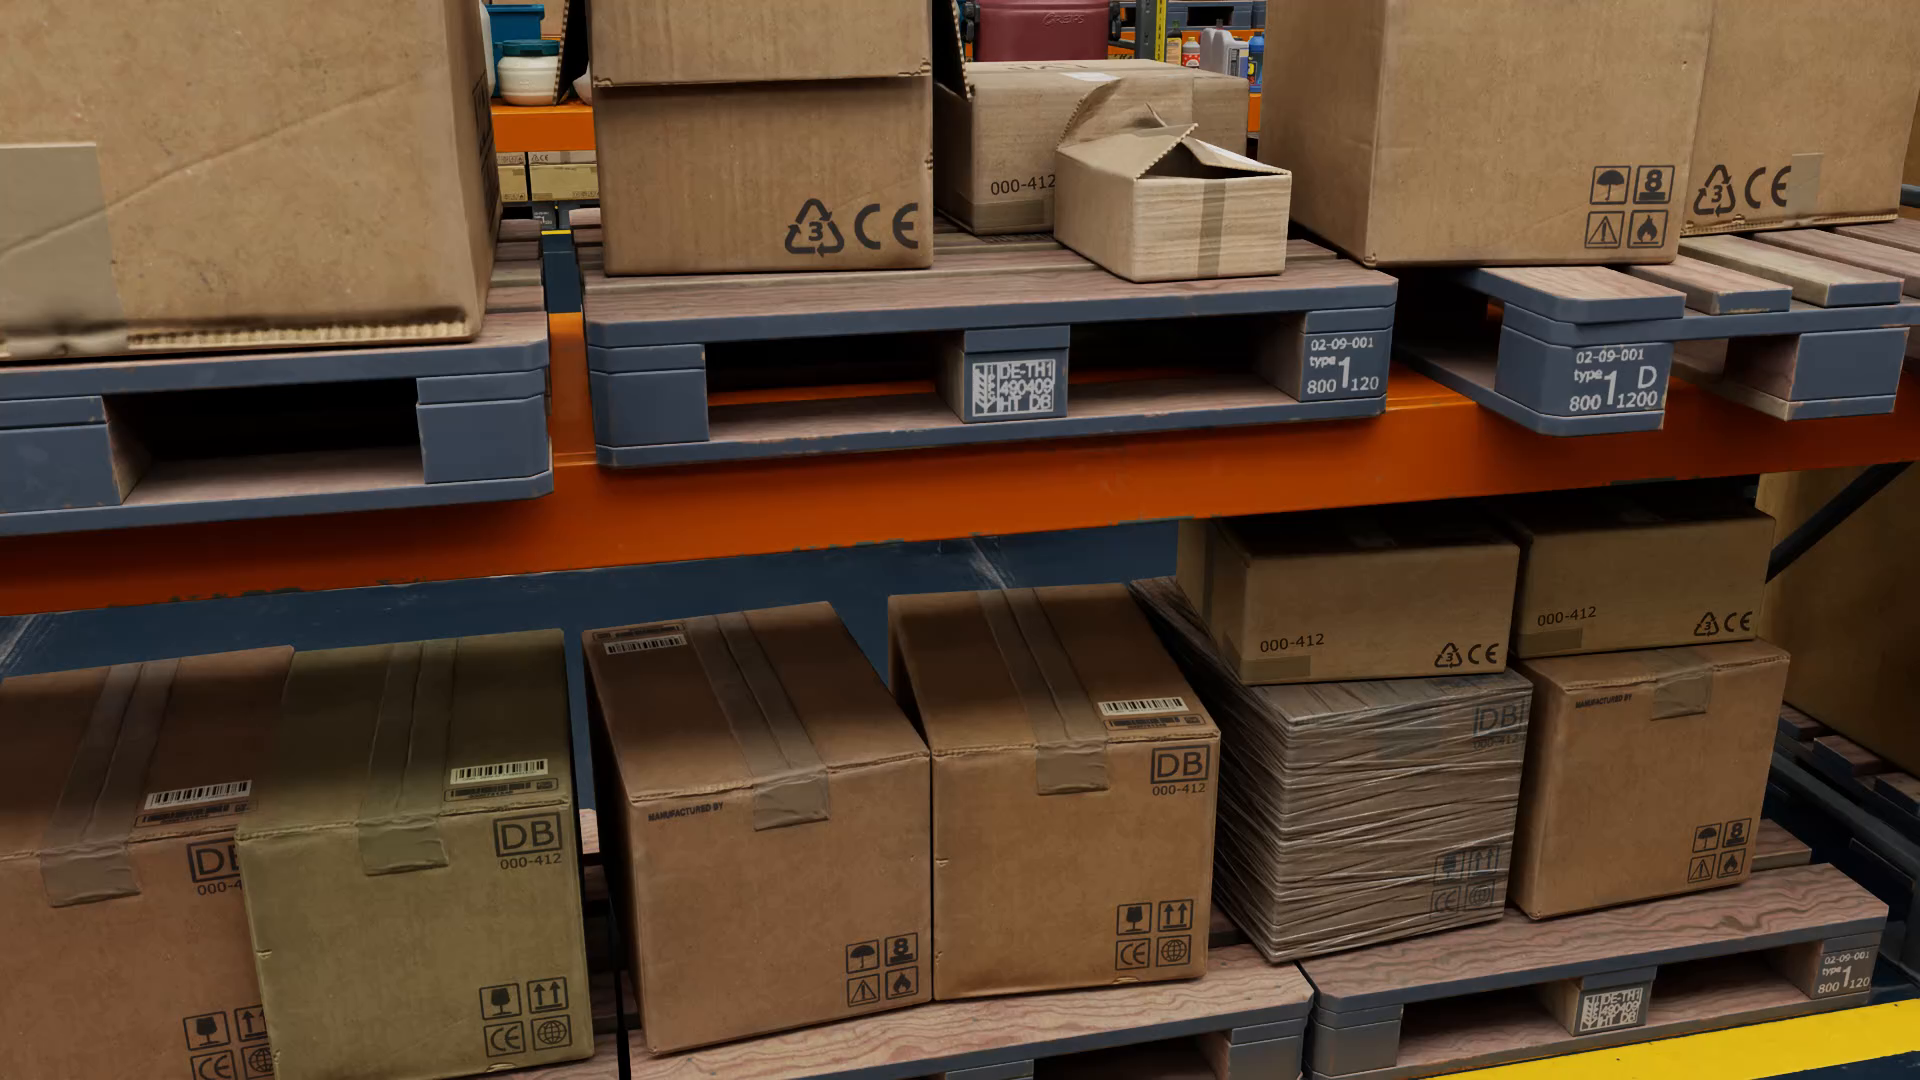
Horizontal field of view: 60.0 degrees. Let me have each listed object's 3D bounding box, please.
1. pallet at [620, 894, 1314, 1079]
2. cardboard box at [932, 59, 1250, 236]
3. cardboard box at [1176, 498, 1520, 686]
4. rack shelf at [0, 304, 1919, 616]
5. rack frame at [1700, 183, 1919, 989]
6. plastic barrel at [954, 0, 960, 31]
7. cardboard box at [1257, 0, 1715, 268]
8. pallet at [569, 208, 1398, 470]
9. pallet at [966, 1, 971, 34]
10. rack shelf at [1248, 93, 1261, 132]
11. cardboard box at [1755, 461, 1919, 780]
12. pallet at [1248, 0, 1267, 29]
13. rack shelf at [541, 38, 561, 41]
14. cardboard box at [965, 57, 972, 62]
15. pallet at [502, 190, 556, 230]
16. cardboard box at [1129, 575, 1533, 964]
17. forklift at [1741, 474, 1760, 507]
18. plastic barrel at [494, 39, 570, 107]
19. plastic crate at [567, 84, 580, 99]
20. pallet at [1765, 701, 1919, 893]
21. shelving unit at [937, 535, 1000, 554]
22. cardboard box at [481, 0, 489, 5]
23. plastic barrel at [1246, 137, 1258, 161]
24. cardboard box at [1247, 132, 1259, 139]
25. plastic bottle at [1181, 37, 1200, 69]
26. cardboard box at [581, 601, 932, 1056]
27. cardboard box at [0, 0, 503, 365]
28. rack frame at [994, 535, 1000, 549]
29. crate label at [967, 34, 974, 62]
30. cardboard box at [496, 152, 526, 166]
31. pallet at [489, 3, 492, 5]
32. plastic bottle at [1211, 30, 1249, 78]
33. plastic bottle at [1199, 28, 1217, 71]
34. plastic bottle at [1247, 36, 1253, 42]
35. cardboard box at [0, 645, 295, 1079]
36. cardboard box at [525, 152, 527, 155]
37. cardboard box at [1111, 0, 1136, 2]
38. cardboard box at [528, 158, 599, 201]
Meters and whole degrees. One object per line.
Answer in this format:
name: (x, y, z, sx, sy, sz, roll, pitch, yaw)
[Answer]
pallet: (-0.062, 0.796, 3.334, 1.213, 0.211, 1.003, -5, 21, -12)
cardboard box: (0.199, -0.741, 3.083, 0.500, 0.250, 0.500, -5, 21, -14)
cardboard box: (0.724, 0.054, 3.211, 0.500, 0.250, 0.500, -2, 20, -6)
rack shelf: (-0.063, -0.174, 2.973, 4.000, 0.370, 1.077, -5, 21, -12)
rack frame: (1.883, -0.670, 3.282, 0.127, 3.000, 1.000, -5, 21, -12)
plastic barrel: (-0.208, -2.227, 7.371, 0.421, 0.512, 0.421, 0, 20, 0)
cardboard box: (0.847, -0.780, 2.827, 0.500, 0.500, 0.700, -2, 20, -4)
pallet: (-0.034, -0.409, 2.850, 1.213, 0.211, 1.003, -5, 21, -12)
pallet: (0.251, -3.973, 12.578, 1.003, 0.211, 1.213, -5, 21, -12)
rack shelf: (2.690, -2.148, 8.364, 4.000, 0.370, 1.077, -5, 21, -12)
cardboard box: (2.560, 0.083, 3.705, 0.875, 0.875, 1.225, -6, 21, -15)
pallet: (2.697, -4.186, 13.159, 1.213, 0.211, 1.003, -5, 21, -12)
rack shelf: (-2.339, -3.490, 12.026, 4.000, 0.370, 1.077, -5, 21, -12)
cardboard box: (0.064, -4.913, 17.381, 0.750, 0.750, 0.750, -5, 21, -13)
pallet: (-3.577, -2.431, 12.145, 1.213, 0.211, 1.003, -5, 21, -12)
cardboard box: (0.699, 0.405, 3.341, 0.500, 0.500, 0.700, -6, 21, -17)
forklift: (2.625, -1.515, 5.690, 3.031, 2.935, 1.130, -3, 20, -7)
plastic barrel: (-1.826, -1.999, 7.113, 0.301, 0.262, 0.301, 0, 20, 0)
plastic crate: (-1.519, -2.144, 7.614, 0.662, 0.188, 0.450, -5, 21, -12)
pallet: (2.668, 0.603, 3.863, 1.213, 0.211, 1.003, -5, 21, -12)
shelving unit: (0.008, -0.423, 5.662, 0.210, 0.900, 0.258, -5, 21, -12)
cardboard box: (-3.472, -3.737, 11.851, 0.258, 0.266, 0.396, -5, 21, -14)
plastic barrel: (1.216, -1.550, 8.230, 0.708, 0.830, 0.600, -5, 21, -12)
cardboard box: (2.115, -3.125, 12.978, 0.500, 0.500, 0.500, -4, 21, -12)
plastic bottle: (1.156, -2.412, 8.327, 0.097, 0.201, 0.097, 0, 20, 0)
cardboard box: (-0.394, 0.497, 3.092, 0.500, 0.500, 0.700, -6, 21, -17)
cardboard box: (-1.204, -0.848, 2.286, 1.000, 1.000, 1.000, -5, 21, -12)
rack frame: (0.107, -0.431, 5.684, 0.006, 0.900, 0.240, -5, 21, -12)
crate label: (0.247, -2.341, 8.088, 0.416, 0.233, 0.303, -5, 21, -12)
cardboard box: (-3.337, -2.826, 11.740, 0.500, 0.311, 0.500, -5, 21, -13)
pallet: (-4.652, -5.249, 16.062, 1.213, 0.211, 1.003, -5, 21, -12)
plastic bottle: (1.239, -2.195, 7.627, 0.135, 0.276, 0.152, -5, 21, -12)
plastic bottle: (1.204, -2.246, 7.766, 0.135, 0.276, 0.152, -5, 21, -12)
plastic bottle: (1.475, -2.438, 8.398, 0.097, 0.201, 0.097, 0, 20, 0)
cardboard box: (-1.407, 0.573, 2.885, 0.500, 0.500, 0.700, -6, 21, -17)
cardboard box: (-3.452, -3.010, 12.242, 0.500, 0.311, 0.500, -4, 21, -11)
cardboard box: (1.128, -4.326, 12.508, 0.500, 0.500, 0.700, -1, 20, -2)
cardboard box: (-2.835, -2.606, 11.956, 0.500, 0.250, 0.500, -5, 21, -14)
